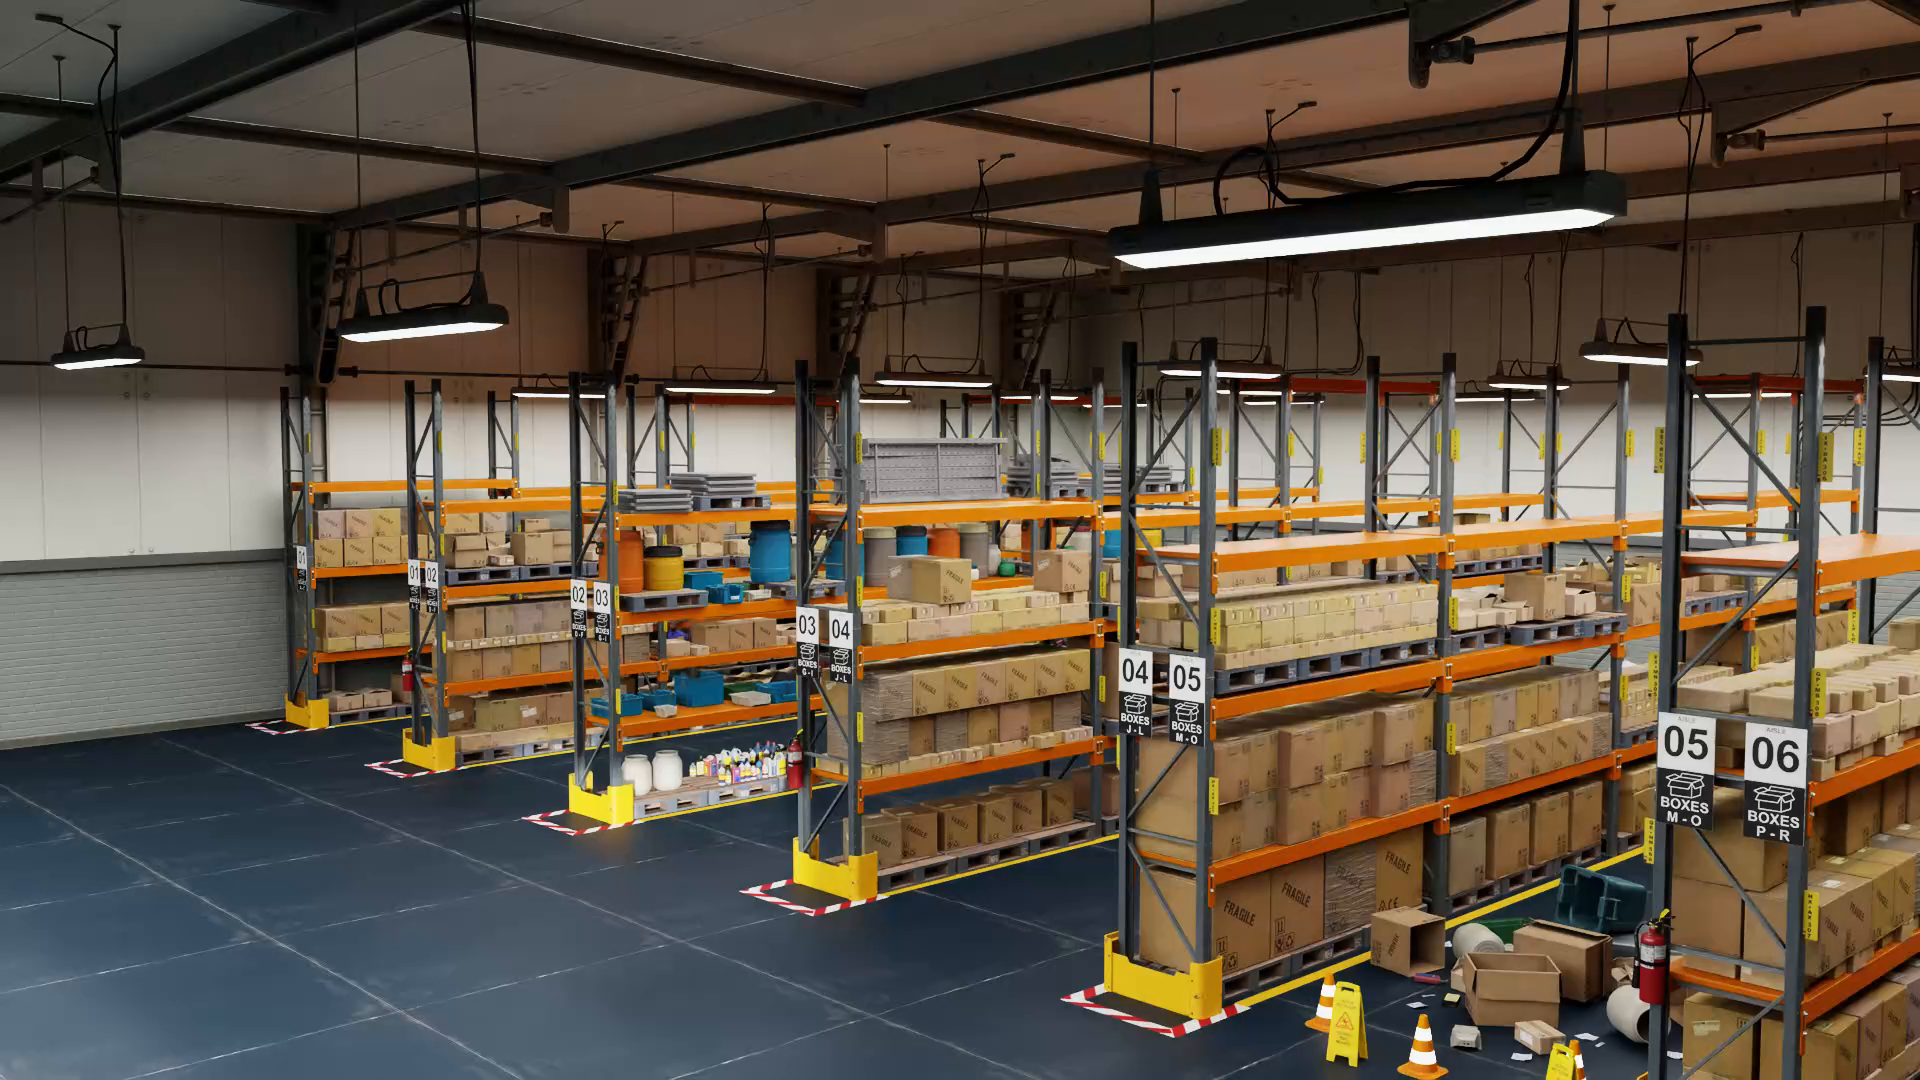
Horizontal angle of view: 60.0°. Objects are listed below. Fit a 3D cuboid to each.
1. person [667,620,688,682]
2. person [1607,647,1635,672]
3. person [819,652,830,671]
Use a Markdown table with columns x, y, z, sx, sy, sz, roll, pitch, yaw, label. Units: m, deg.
| x | y | z | sx | sy | sz | roll | pitch | yaw | label |
| --- | --- | --- | --- | --- | --- | --- | --- | --- | --- |
| -5.493 | 2.310 | 32.405 | 0.572 | 1.600 | 0.529 | 2 | 4 | 31 | person |
| 10.717 | 2.569 | 26.897 | 0.720 | 1.751 | 0.758 | -2 | 4 | -30 | person |
| -2.858 | 2.135 | 34.468 | 0.581 | 1.648 | 0.616 | 3 | 5 | 42 | person |
